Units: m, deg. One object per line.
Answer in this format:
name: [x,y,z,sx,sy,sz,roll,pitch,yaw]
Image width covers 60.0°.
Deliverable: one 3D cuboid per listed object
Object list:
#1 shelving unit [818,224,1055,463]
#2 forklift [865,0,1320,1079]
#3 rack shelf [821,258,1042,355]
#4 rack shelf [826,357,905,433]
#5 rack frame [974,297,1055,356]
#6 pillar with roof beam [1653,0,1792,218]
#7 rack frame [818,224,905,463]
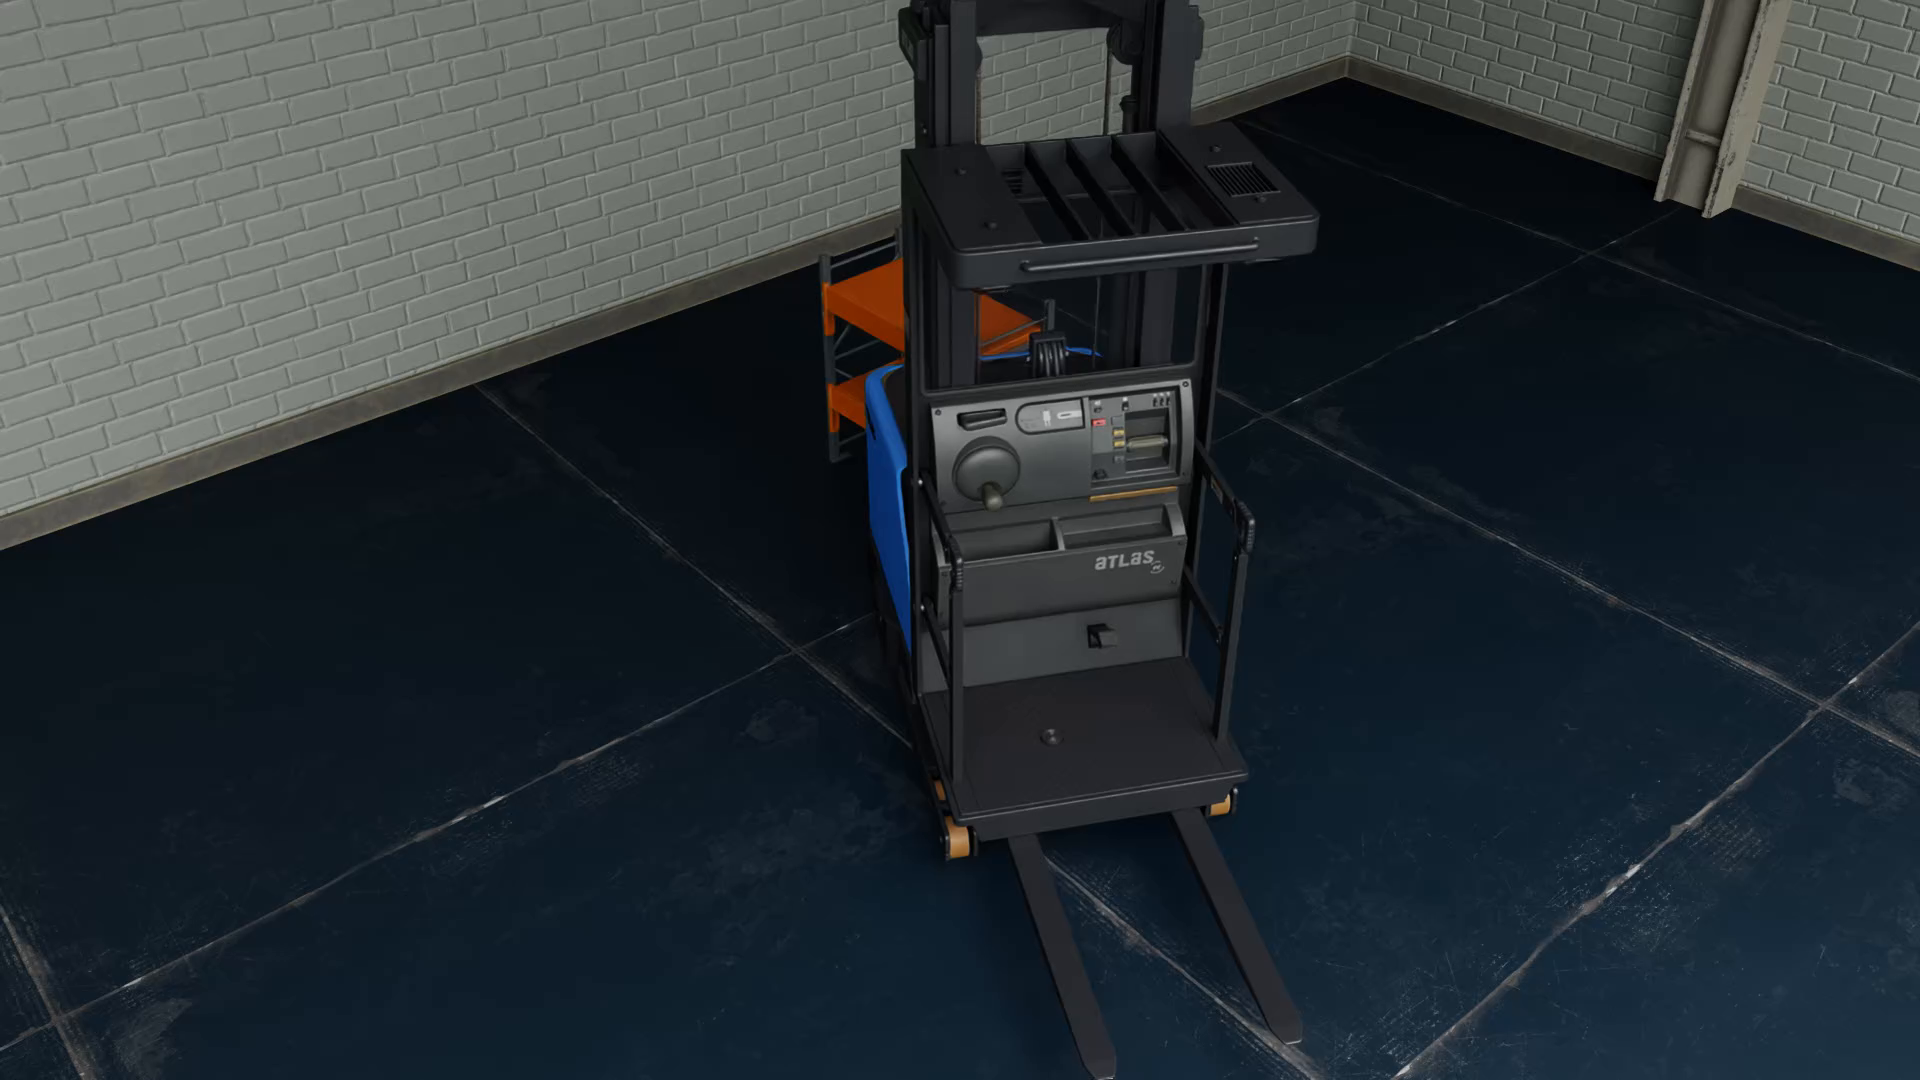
shelving unit: [-0.118,-0.729,7.806,0.538,1.125,1.048,-27,44,-33]
forklift: [0.410,-0.269,5.594,1.130,2.935,3.031,-7,36,-10]
rack shelf: [-0.118,-0.968,7.636,0.538,0.278,1.000,-27,44,-33]
rack shelf: [-0.118,-0.529,7.947,0.538,0.278,1.000,-27,44,-33]
rack frame: [0.221,-0.509,7.496,0.500,1.125,0.032,-27,44,-33]
pillar with roof beam: [1.500,-4.272,5.997,9.100,9.000,0.400,-26,43,-32]
rack frame: [-0.456,-0.948,8.115,0.500,1.125,0.032,-27,44,-33]
